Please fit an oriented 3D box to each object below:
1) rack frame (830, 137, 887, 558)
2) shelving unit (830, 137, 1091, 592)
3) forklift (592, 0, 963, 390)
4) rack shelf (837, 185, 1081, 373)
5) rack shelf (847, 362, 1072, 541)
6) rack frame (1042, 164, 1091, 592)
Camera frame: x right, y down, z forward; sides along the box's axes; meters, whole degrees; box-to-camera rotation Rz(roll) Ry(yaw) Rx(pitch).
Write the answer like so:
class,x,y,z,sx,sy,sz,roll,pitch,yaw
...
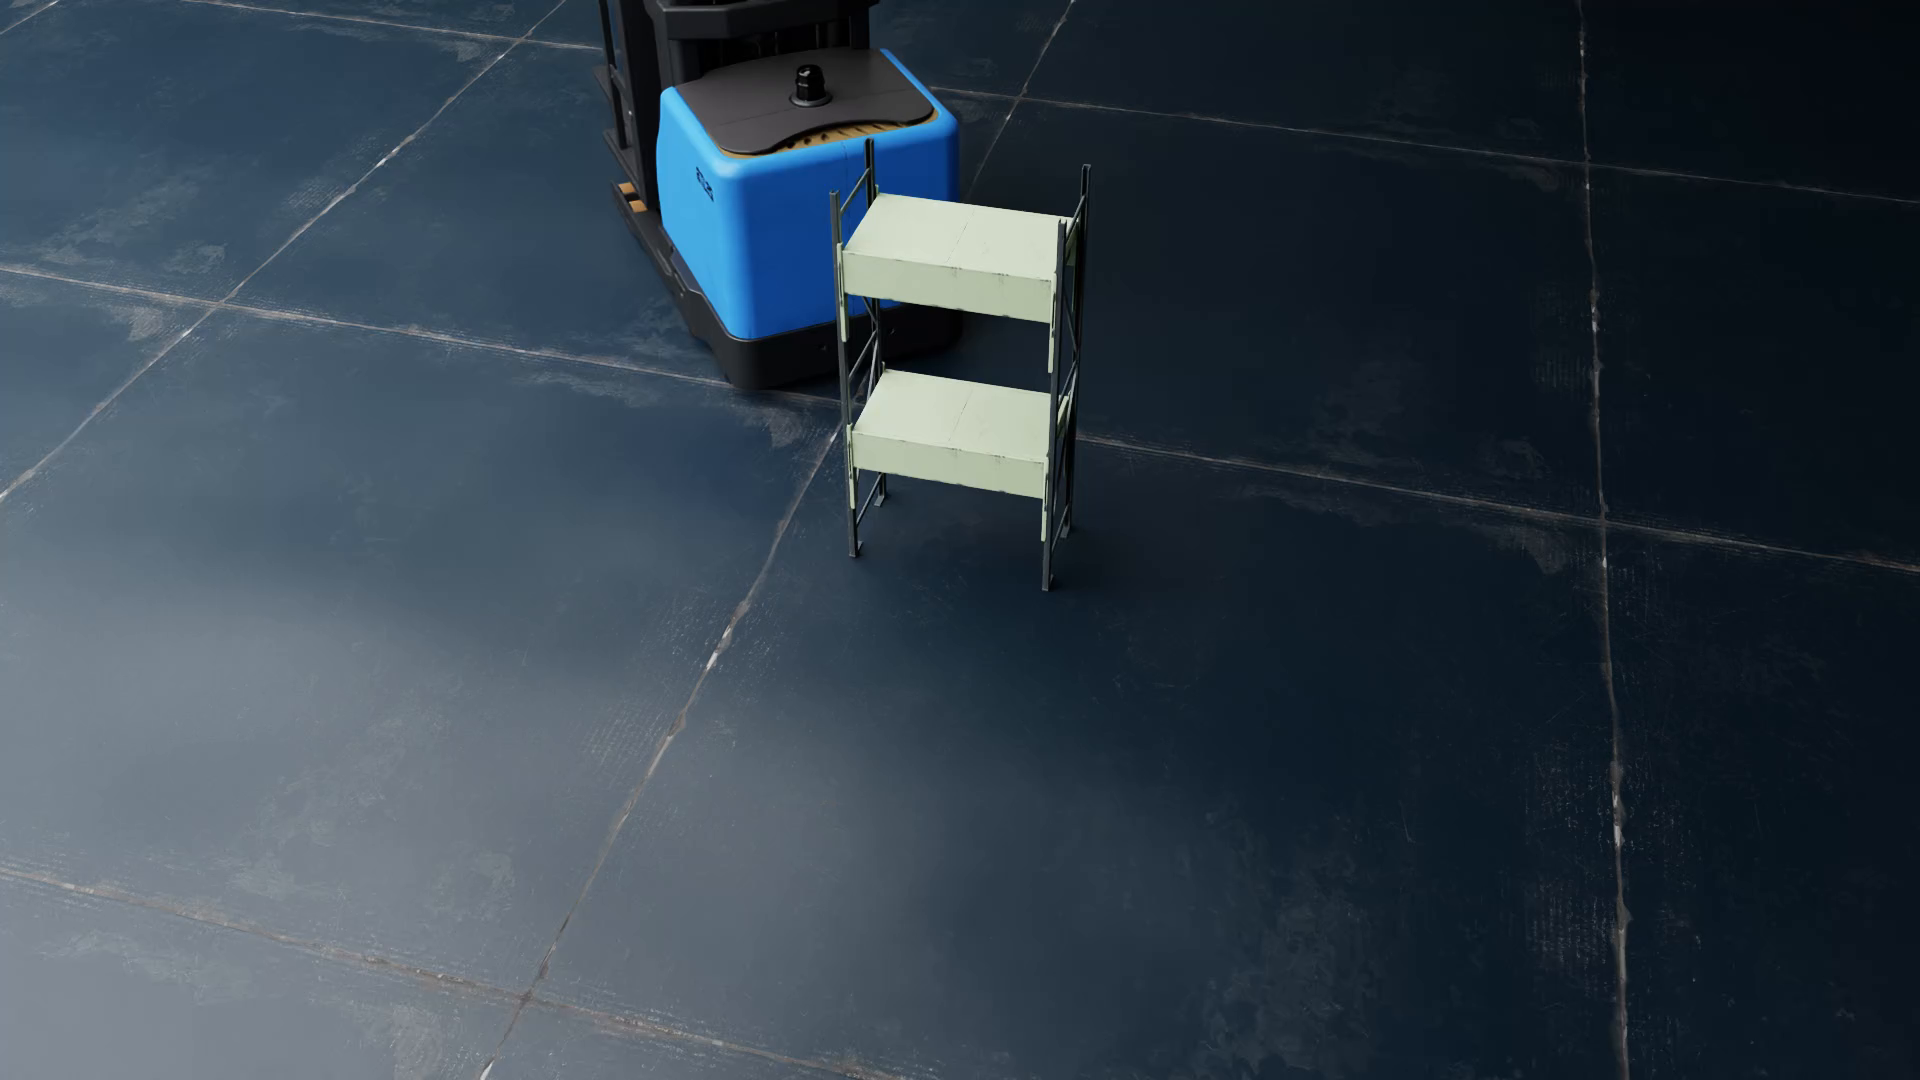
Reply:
class,x,y,z,sx,sy,sz,roll,pitch,yaw
rack frame,-0.347,-0.634,5.839,0.023,1.500,0.400,10,41,11
shelving unit,0.006,-0.573,5.766,0.755,1.500,0.431,10,41,11
forklift,-1.047,-2.692,7.176,1.130,2.935,3.031,-16,43,-18
rack shelf,0.006,-0.872,5.515,0.720,0.370,0.431,10,41,11
rack shelf,0.006,-0.324,5.976,0.720,0.370,0.431,10,41,11
rack frame,0.360,-0.512,5.694,0.023,1.500,0.400,10,41,11
